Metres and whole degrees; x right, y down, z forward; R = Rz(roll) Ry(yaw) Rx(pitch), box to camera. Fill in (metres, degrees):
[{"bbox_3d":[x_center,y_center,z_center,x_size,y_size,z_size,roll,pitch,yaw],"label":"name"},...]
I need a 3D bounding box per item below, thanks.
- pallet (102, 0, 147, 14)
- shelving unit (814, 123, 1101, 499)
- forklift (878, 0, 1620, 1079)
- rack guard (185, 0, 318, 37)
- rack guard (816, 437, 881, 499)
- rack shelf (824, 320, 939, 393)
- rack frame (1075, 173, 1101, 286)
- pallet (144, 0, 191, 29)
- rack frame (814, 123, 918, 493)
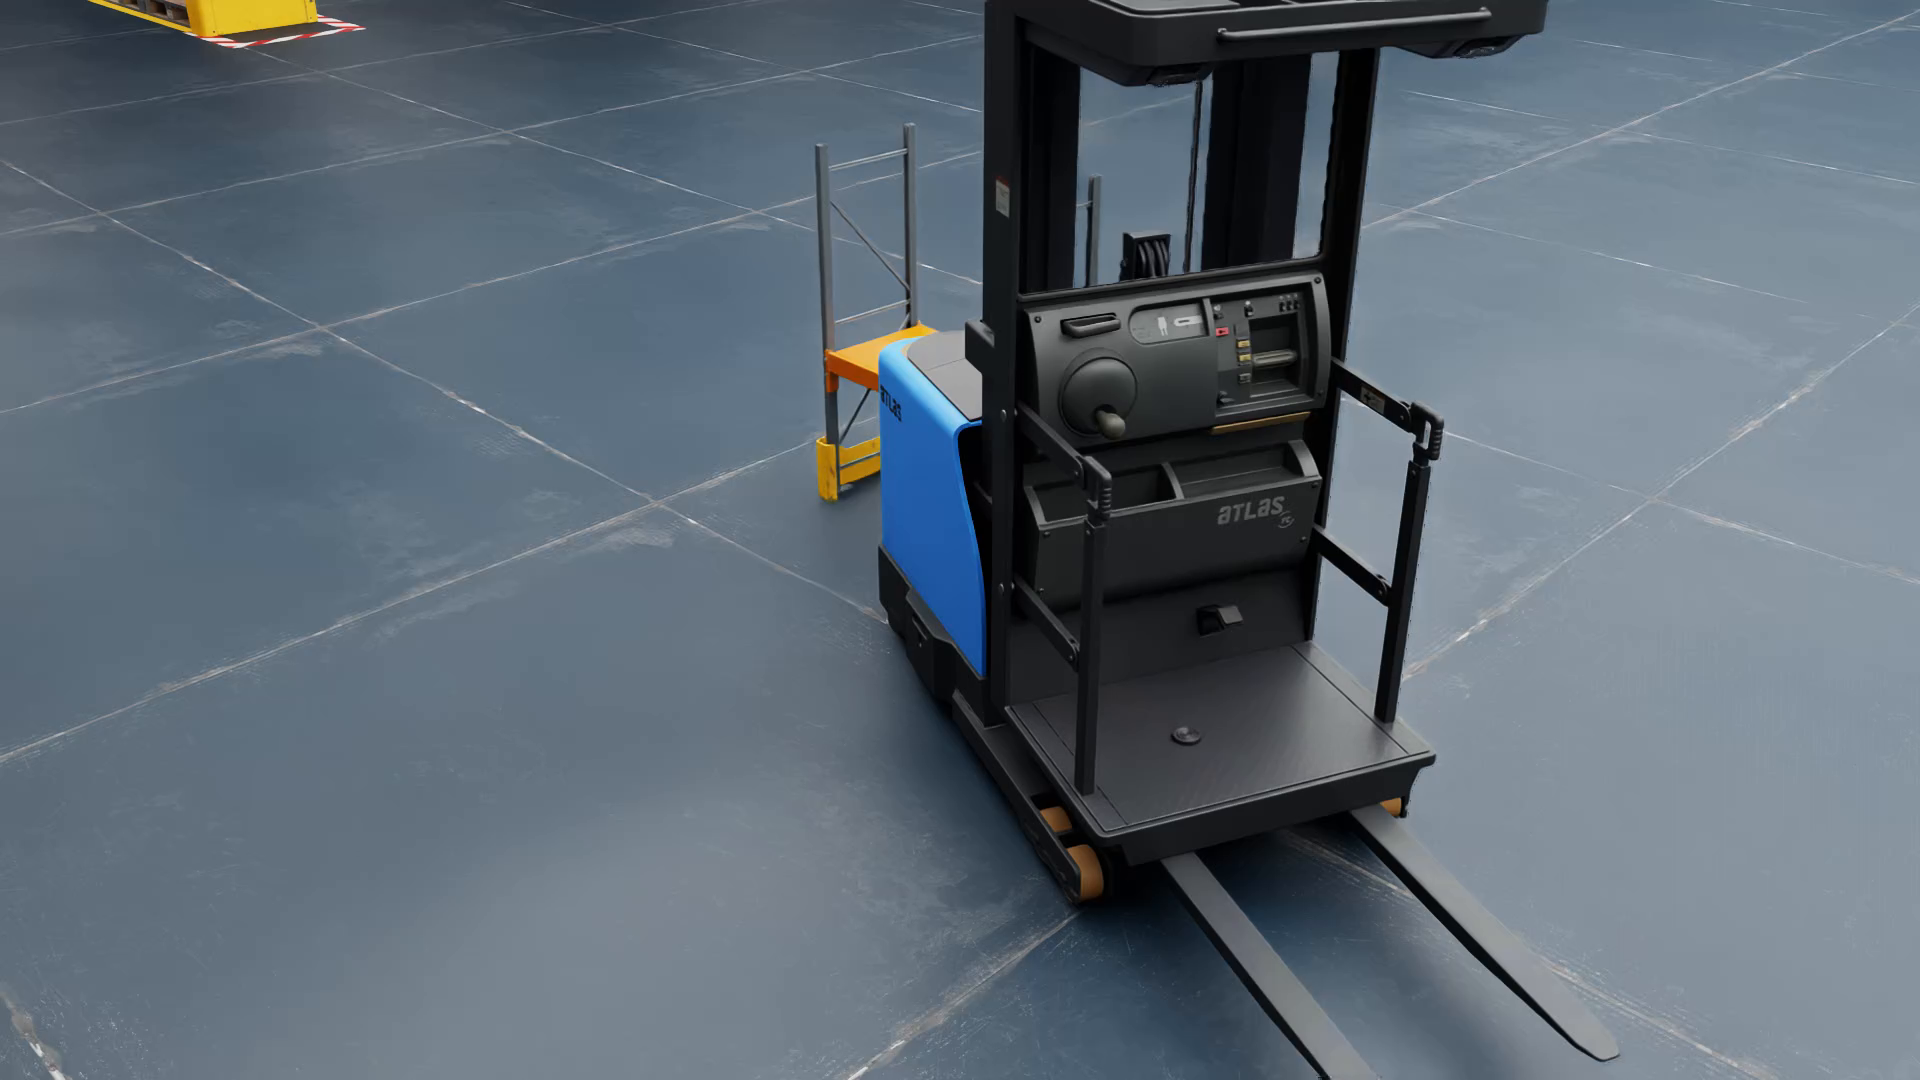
[{"bbox_3d":[-8.362,-5.805,17.563,1.213,0.211,1.003,25,36,38],"label":"pallet"},{"bbox_3d":[-0.031,-0.772,6.606,0.587,1.500,1.083,-24,36,-37],"label":"shelving unit"},{"bbox_3d":[0.709,-0.478,4.510,1.130,2.935,3.031,-10,29,-19],"label":"forklift"},{"bbox_3d":[-6.921,-5.268,16.231,0.348,0.500,1.175,25,36,38],"label":"rack guard"},{"bbox_3d":[-0.371,-0.388,7.219,0.587,0.250,0.087,-24,36,-37],"label":"rack guard"},{"bbox_3d":[-0.024,-0.609,6.684,0.538,0.185,1.000,-24,36,-37],"label":"rack shelf"},{"bbox_3d":[0.323,-0.596,6.272,0.500,1.500,0.032,-24,36,-37],"label":"rack frame"},{"bbox_3d":[-7.496,-5.407,16.806,1.213,0.211,1.003,25,36,38],"label":"pallet"},{"bbox_3d":[-0.372,-0.941,6.929,0.500,1.500,0.032,-24,36,-37],"label":"rack frame"}]
